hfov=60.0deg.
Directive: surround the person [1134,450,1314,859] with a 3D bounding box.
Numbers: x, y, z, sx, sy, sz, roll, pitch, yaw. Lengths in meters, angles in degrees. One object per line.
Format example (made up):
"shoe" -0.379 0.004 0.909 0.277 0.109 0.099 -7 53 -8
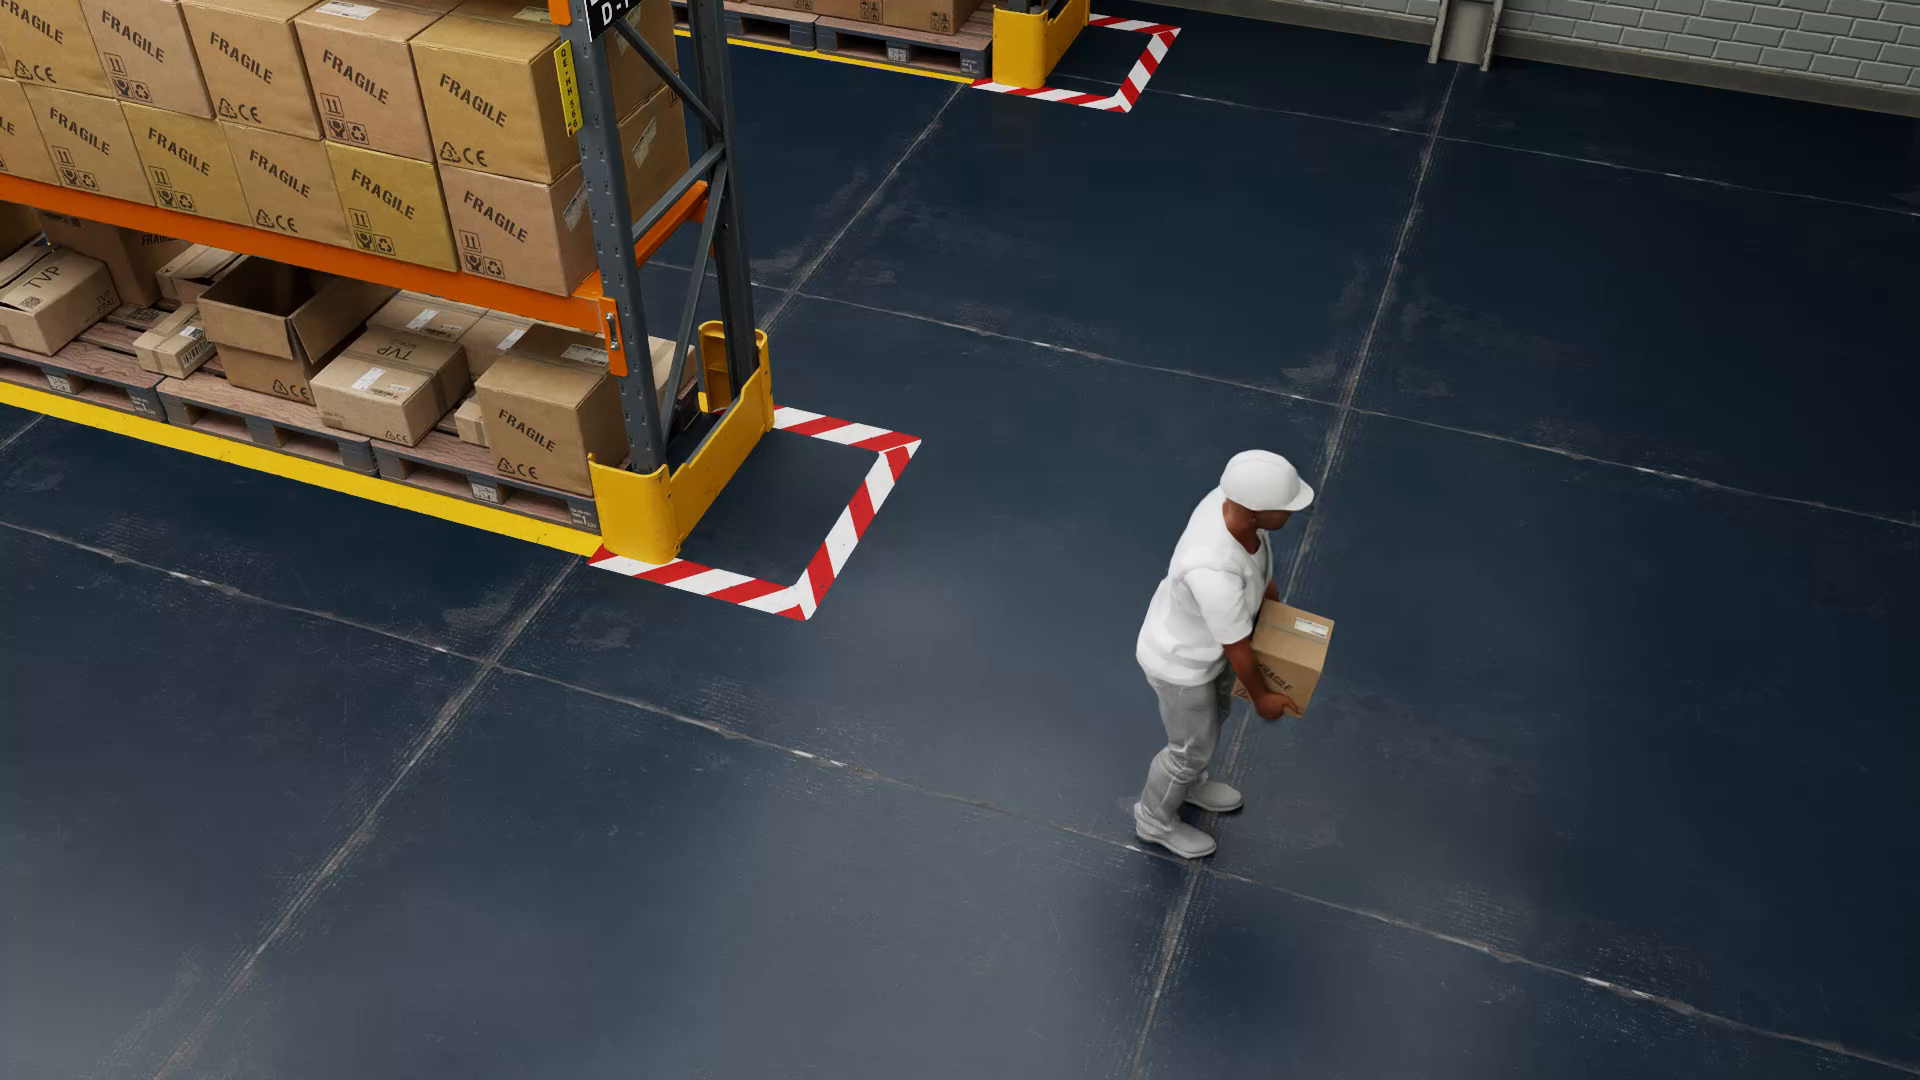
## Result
"person" 0.911 0.390 5.712 0.591 1.743 0.503 13 43 14
